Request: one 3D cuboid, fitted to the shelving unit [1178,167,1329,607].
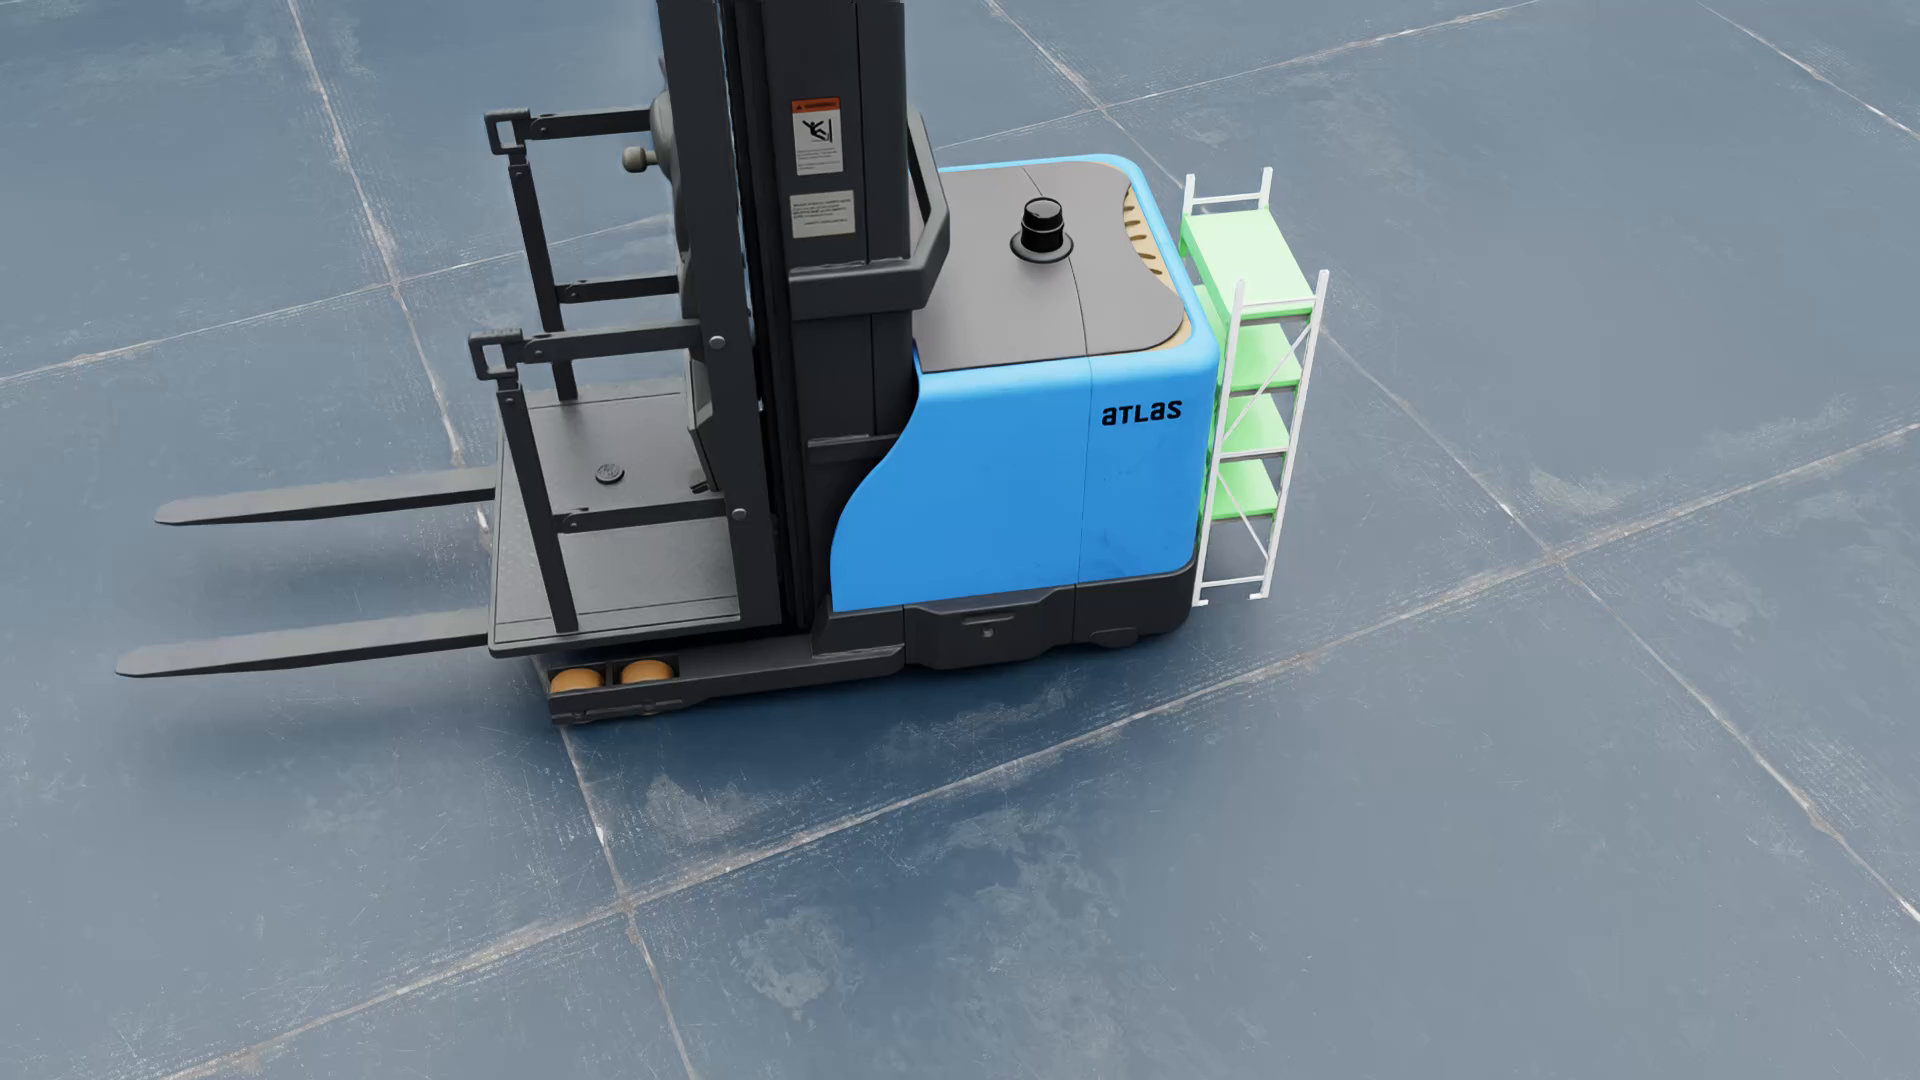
[{"bbox_3d":[0.780,-0.412,4.813,0.258,1.200,0.503,-7,45,-7],"label":"shelving unit"}]

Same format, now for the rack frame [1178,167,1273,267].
[{"bbox_3d":[0.740,-0.581,4.985,0.240,1.200,0.015,-7,45,-7],"label":"rack frame"}]

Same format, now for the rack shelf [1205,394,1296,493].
[{"bbox_3d":[0.780,-0.367,4.858,0.258,0.148,0.480,-7,45,-7],"label":"rack shelf"}]

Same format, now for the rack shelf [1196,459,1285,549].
[{"bbox_3d":[0.780,-0.196,5.027,0.258,0.148,0.480,-7,45,-7],"label":"rack shelf"}]

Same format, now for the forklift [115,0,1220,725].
[{"bbox_3d":[-0.881,-0.923,4.099,3.031,2.935,1.130,-7,45,-7],"label":"forklift"}]

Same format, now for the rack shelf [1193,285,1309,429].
[{"bbox_3d":[0.780,-0.538,4.690,0.258,0.148,0.480,-7,45,-7],"label":"rack shelf"}]

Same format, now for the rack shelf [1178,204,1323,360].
[{"bbox_3d":[0.780,-0.709,4.521,0.258,0.148,0.480,-7,45,-7],"label":"rack shelf"}]

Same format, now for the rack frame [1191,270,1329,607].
[{"bbox_3d":[0.820,-0.243,4.642,0.240,1.200,0.015,-7,45,-7],"label":"rack frame"}]
